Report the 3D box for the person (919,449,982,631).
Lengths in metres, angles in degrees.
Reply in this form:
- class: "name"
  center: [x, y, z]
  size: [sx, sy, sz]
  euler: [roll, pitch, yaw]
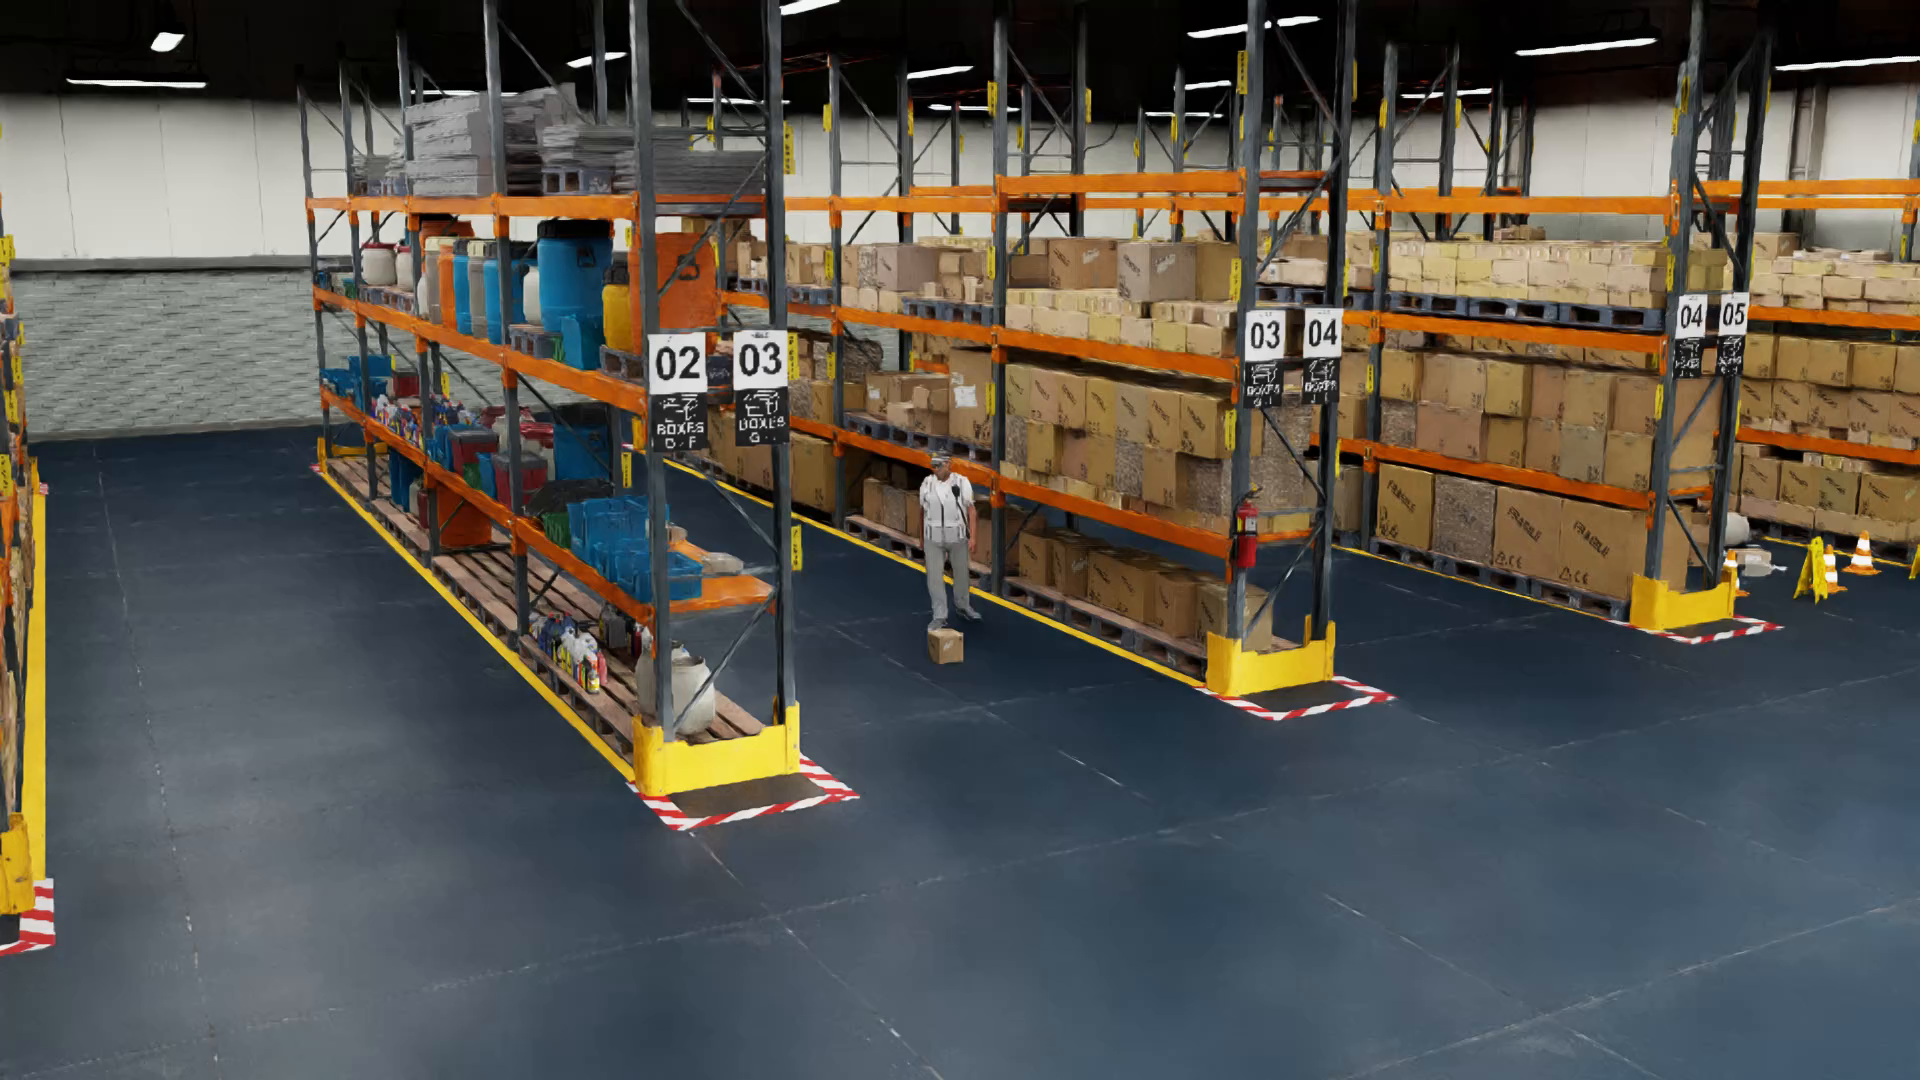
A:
- class: "person"
  center: [-0.095, -0.024, 16.059]
  size: [0.609, 1.739, 0.633]
  euler: [1, 12, 4]
